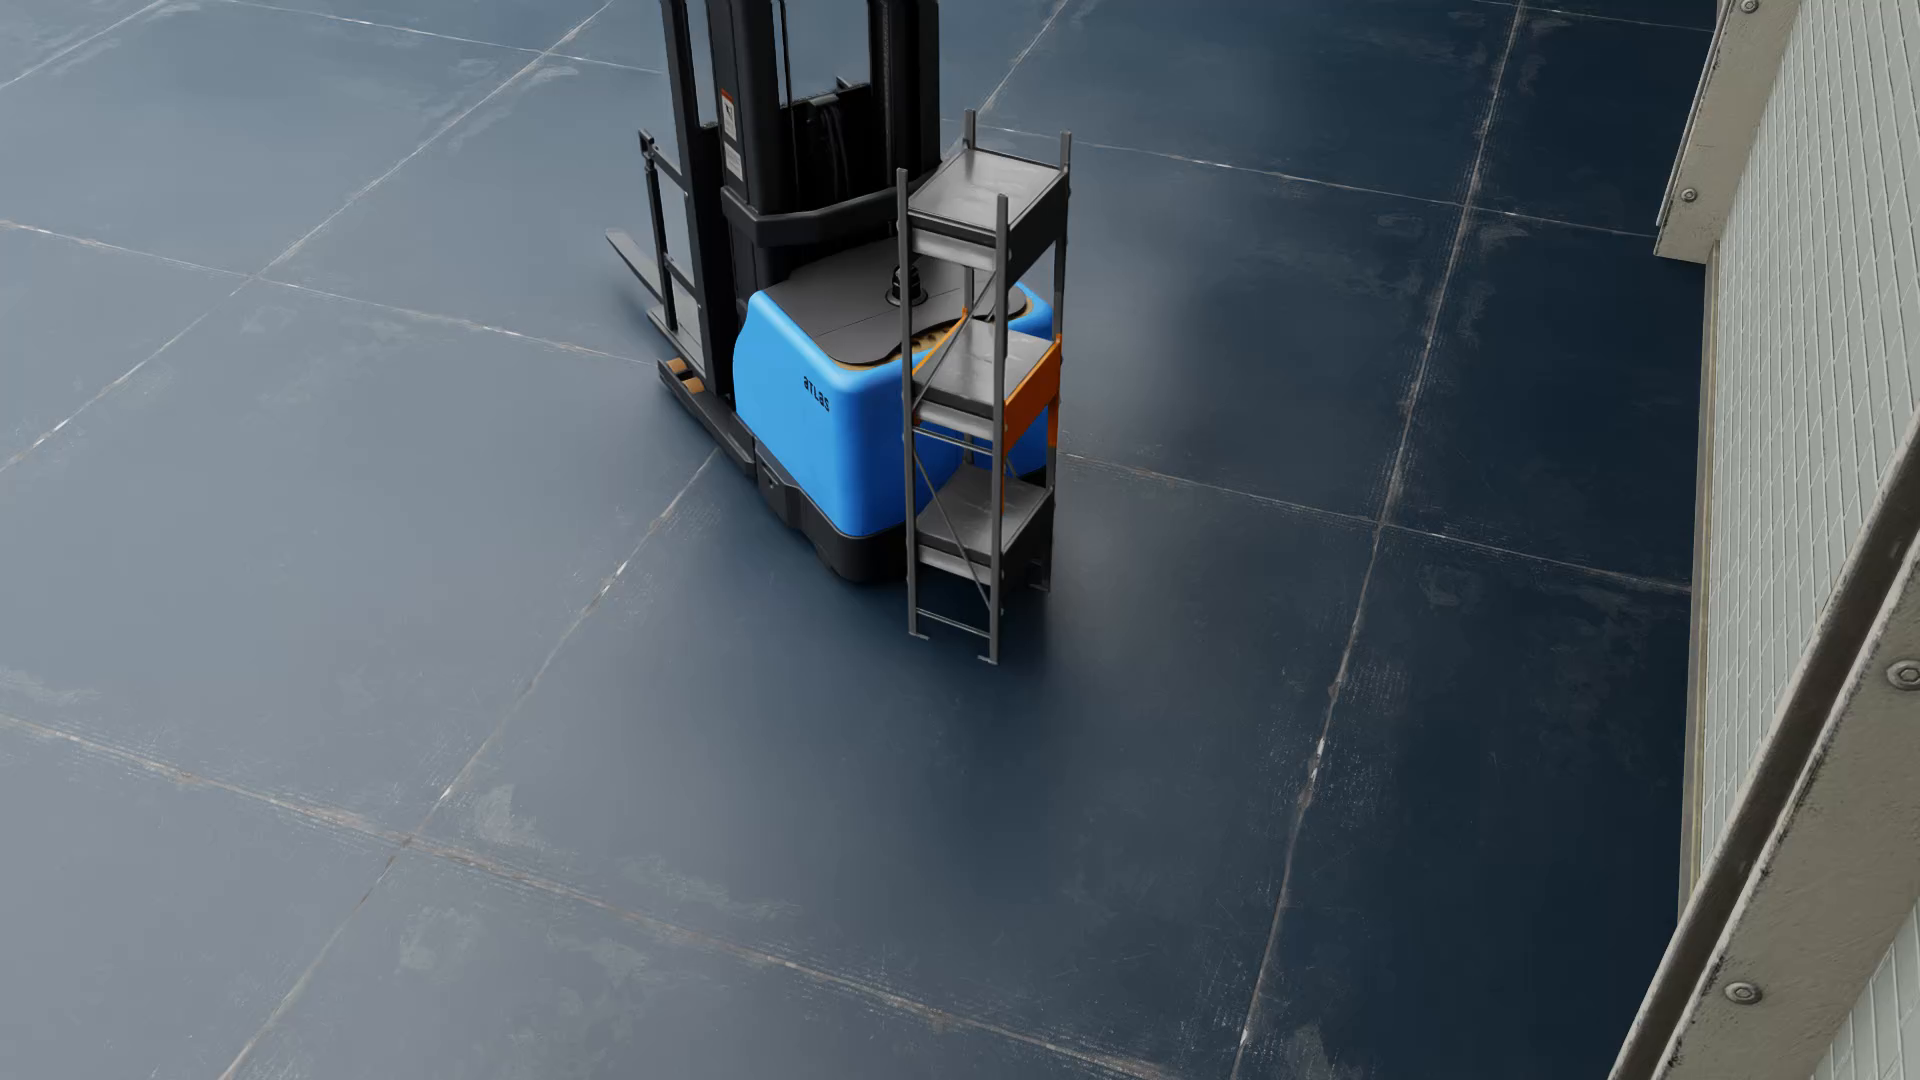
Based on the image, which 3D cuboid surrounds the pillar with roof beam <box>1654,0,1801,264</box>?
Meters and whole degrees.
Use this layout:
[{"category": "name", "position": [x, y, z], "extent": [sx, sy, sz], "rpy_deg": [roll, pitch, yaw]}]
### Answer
[{"category": "pillar with roof beam", "position": [-0.049, -6.019, 7.372], "extent": [9.100, 9.000, 0.400], "rpy_deg": [13, 42, 15]}]

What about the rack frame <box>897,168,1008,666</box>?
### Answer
[{"category": "rack frame", "position": [-0.026, -0.356, 6.050], "extent": [0.400, 2.100, 0.015], "rpy_deg": [19, 44, 20]}]

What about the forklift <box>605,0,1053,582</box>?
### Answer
[{"category": "forklift", "position": [-0.804, -1.871, 7.184], "extent": [1.130, 2.935, 3.031], "rpy_deg": [-22, 45, -24]}]

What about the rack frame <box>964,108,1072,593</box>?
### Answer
[{"category": "rack frame", "position": [0.197, -0.638, 6.380], "extent": [0.400, 2.100, 0.015], "rpy_deg": [19, 44, 20]}]

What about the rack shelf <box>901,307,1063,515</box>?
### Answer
[{"category": "rack shelf", "position": [0.086, -0.487, 6.224], "extent": [0.431, 0.518, 0.480], "rpy_deg": [19, 44, 20]}]

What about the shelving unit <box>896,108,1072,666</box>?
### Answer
[{"category": "shelving unit", "position": [0.086, -0.497, 6.215], "extent": [0.431, 2.100, 0.503], "rpy_deg": [19, 44, 20]}]

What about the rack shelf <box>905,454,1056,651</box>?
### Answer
[{"category": "rack shelf", "position": [0.086, 0.046, 6.678], "extent": [0.431, 0.518, 0.480], "rpy_deg": [19, 44, 20]}]

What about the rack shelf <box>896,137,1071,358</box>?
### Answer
[{"category": "rack shelf", "position": [0.086, -1.019, 5.769], "extent": [0.431, 0.518, 0.480], "rpy_deg": [19, 44, 20]}]
